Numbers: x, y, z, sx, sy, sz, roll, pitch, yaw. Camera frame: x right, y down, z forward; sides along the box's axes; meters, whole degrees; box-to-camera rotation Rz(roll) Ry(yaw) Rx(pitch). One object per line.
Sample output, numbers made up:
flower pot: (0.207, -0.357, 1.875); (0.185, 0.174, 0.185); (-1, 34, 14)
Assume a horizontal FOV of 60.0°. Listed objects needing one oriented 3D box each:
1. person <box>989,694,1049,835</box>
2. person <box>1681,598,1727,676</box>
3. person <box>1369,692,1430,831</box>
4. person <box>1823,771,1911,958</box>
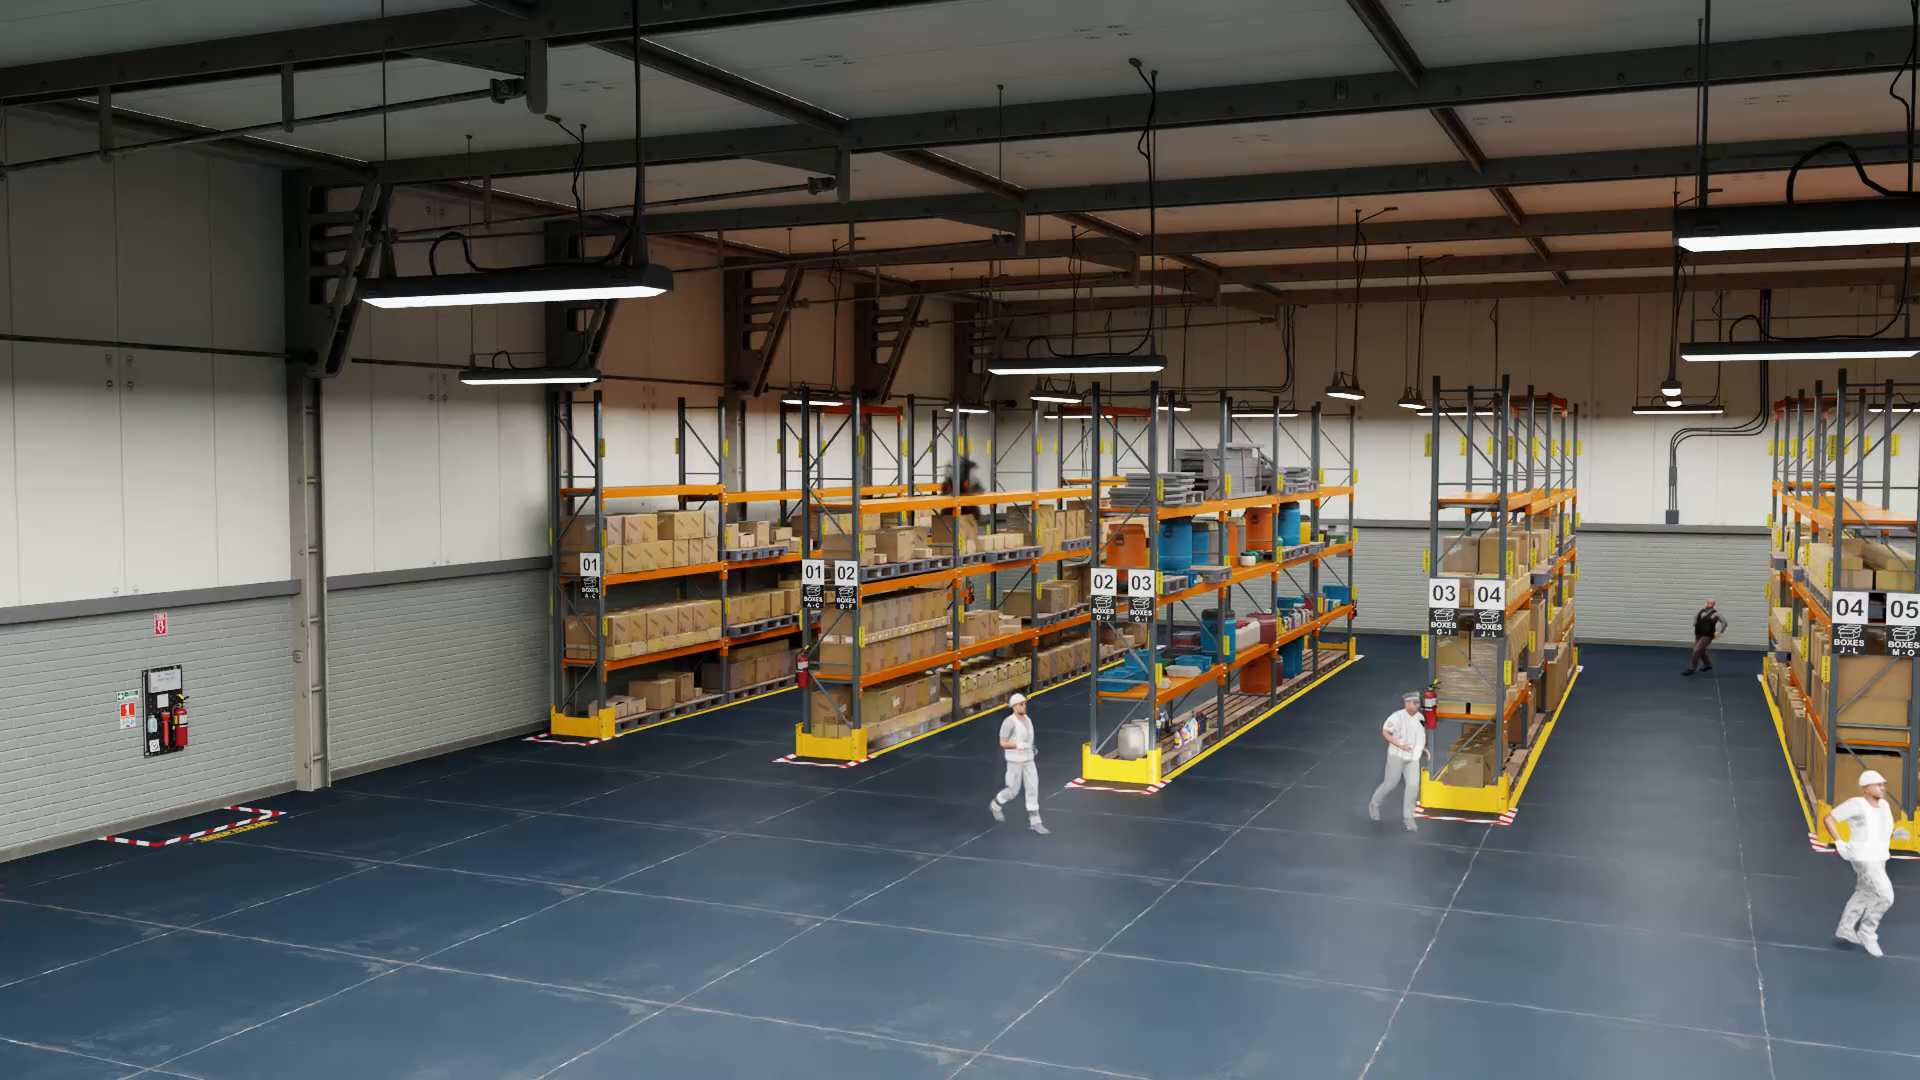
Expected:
person: (0.767, 2.889, 21.644); (0.656, 1.786, 0.987); (-3, 4, -43)
person: (16.282, 2.126, 36.444); (0.910, 1.696, 0.698); (-1, 3, -16)
person: (5.943, 2.894, 22.106); (0.735, 1.773, 0.896); (-1, 3, -18)
person: (9.051, 3.199, 16.506); (0.669, 1.815, 0.695); (-2, 4, -34)
